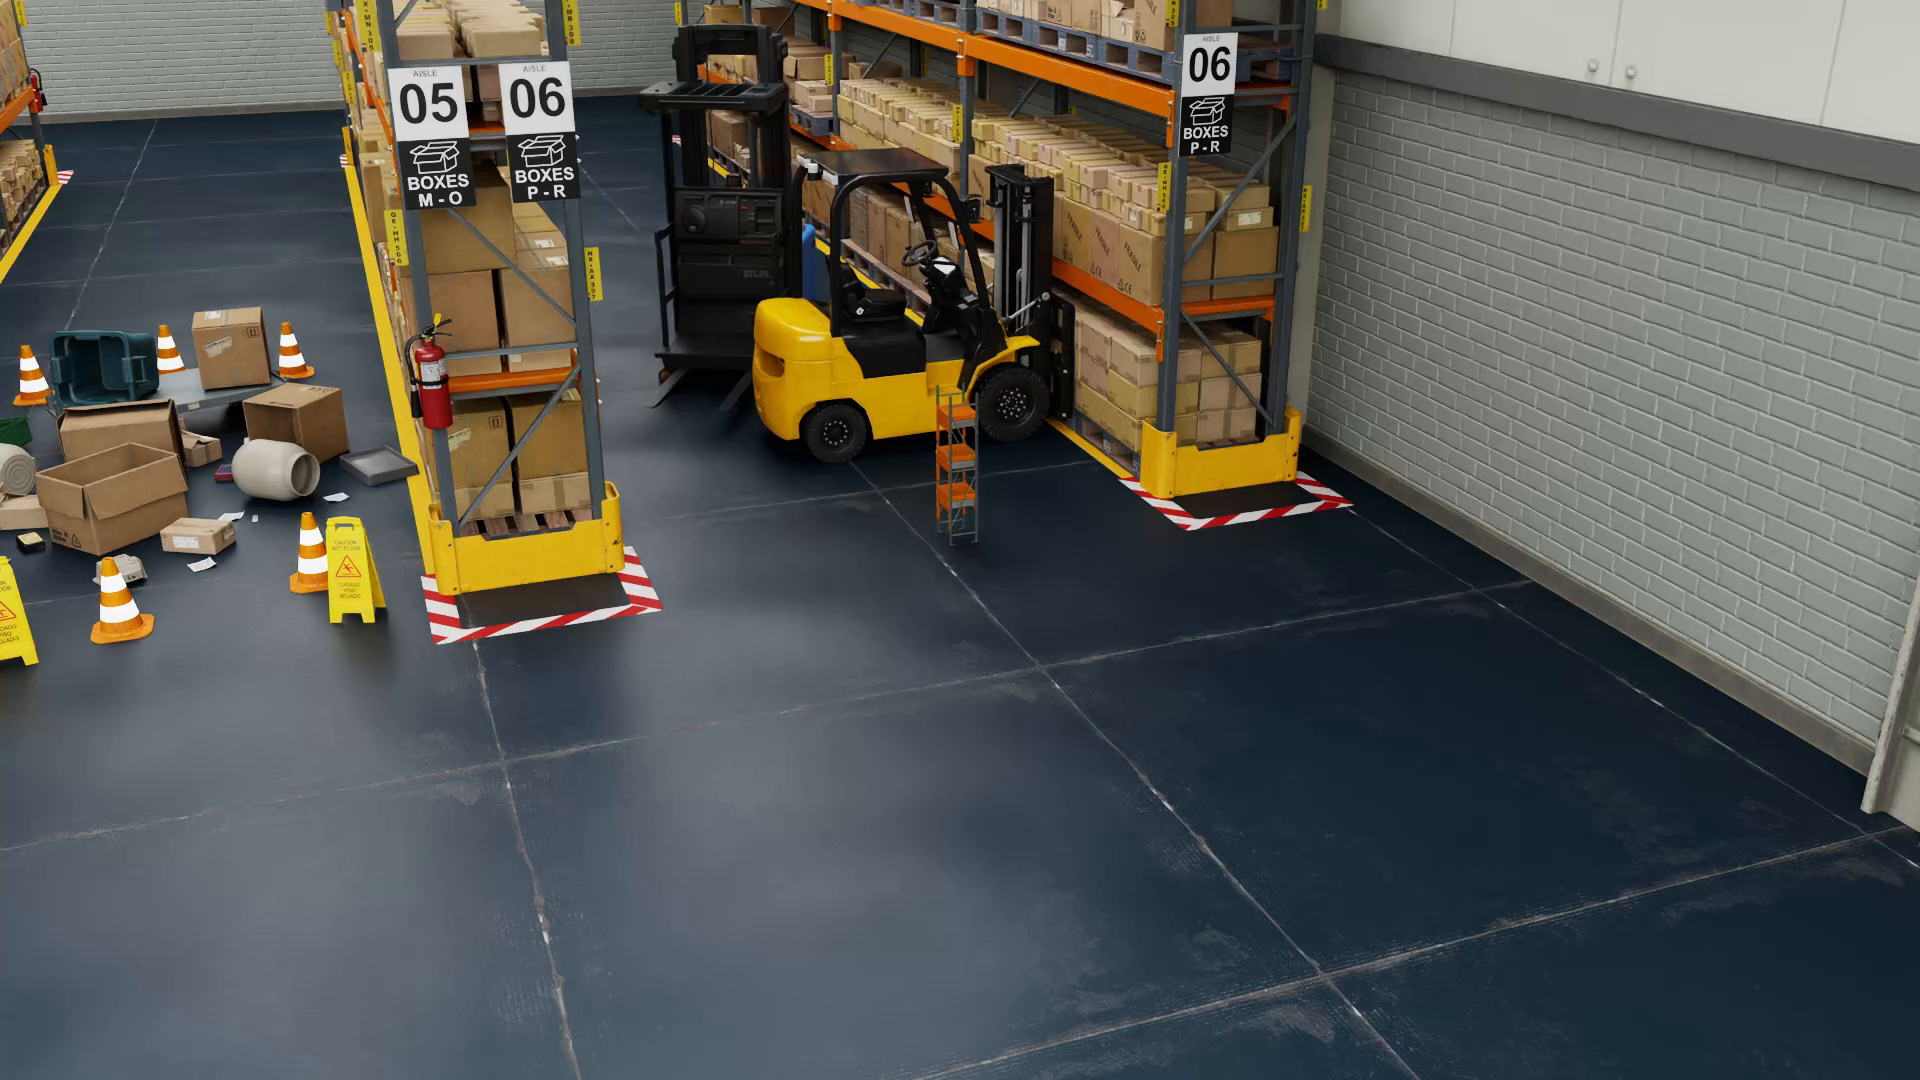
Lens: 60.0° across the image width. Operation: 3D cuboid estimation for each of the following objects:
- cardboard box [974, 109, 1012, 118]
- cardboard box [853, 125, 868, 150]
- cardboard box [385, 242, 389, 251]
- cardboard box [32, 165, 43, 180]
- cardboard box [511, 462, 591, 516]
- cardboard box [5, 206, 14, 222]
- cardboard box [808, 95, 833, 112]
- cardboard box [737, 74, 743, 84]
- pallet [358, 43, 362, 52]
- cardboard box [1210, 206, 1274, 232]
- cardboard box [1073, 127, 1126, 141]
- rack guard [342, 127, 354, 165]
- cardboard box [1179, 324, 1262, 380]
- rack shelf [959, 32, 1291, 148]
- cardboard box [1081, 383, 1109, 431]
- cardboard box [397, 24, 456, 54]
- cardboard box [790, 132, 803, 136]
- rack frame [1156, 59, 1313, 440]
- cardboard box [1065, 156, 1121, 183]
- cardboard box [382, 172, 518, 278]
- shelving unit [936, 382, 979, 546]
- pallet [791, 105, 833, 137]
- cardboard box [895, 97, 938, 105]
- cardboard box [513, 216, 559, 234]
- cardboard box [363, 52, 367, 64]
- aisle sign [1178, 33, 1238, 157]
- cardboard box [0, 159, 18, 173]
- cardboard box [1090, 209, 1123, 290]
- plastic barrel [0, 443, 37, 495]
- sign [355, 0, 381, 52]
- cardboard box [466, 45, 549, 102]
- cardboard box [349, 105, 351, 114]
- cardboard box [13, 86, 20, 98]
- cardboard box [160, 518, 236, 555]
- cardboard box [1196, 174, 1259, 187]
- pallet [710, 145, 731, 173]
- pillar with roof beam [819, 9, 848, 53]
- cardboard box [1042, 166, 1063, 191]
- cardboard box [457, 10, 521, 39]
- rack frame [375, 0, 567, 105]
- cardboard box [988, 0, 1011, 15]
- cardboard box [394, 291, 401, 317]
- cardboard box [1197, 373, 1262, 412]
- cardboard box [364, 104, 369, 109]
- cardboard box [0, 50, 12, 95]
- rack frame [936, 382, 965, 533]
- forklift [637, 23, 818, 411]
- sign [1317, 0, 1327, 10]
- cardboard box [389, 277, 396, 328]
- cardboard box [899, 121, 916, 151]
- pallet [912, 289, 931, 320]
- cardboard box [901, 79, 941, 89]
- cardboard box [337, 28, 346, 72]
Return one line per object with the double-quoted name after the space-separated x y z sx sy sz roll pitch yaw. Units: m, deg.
0.320 -4.065 16.067 0.380 0.149 0.250 -9 24 -20 "cardboard box"
-0.825 -4.283 17.743 0.500 0.250 0.500 -9 24 -20 "cardboard box"
-4.261 -2.580 12.996 0.500 0.500 0.500 -8 24 -19 "cardboard box"
-12.423 -4.876 22.088 0.380 0.149 0.250 -8 24 -17 "cardboard box"
-2.769 -0.399 11.333 0.500 0.250 0.500 -9 24 -19 "cardboard box"
-11.405 -3.842 19.632 0.380 0.149 0.250 -9 25 -21 "cardboard box"
-1.517 -4.994 19.020 0.380 0.149 0.250 -8 24 -18 "cardboard box"
-2.801 -6.241 22.518 0.380 0.149 0.250 -8 24 -18 "cardboard box"
-4.274 -4.129 13.564 1.213 0.211 1.003 -8 24 -19 "pallet"
2.023 -2.327 11.946 0.380 0.149 0.250 -9 24 -20 "cardboard box"
1.185 -3.411 14.134 0.380 0.149 0.250 -9 24 -20 "cardboard box"
-8.403 -5.812 24.395 1.175 0.500 0.348 -8 24 -19 "rack guard"
1.907 -1.411 12.449 0.500 0.250 0.500 -9 24 -20 "cardboard box"
1.193 -3.601 12.996 1.077 0.370 4.000 -8 24 -19 "rack shelf"
1.271 -1.059 12.901 0.500 0.250 0.500 -8 24 -19 "cardboard box"
-3.193 -2.956 9.837 0.380 0.149 0.250 -8 24 -18 "cardboard box"
-2.190 -5.176 21.510 0.380 0.149 0.250 -10 25 -22 "cardboard box"
1.900 -1.823 11.714 1.000 3.000 0.127 -8 24 -19 "rack frame"
1.031 -2.857 12.819 0.380 0.149 0.250 -8 24 -18 "cardboard box"
-3.127 -1.941 10.193 0.700 0.500 0.500 -9 24 -20 "cardboard box"
-0.019 -0.503 11.092 0.215 1.050 0.252 -8 24 -19 "shelving unit"
-1.232 -4.879 19.210 1.213 0.211 1.003 -8 24 -19 "pallet"
-0.441 -4.370 16.793 0.380 0.149 0.250 -8 24 -19 "cardboard box"
-3.018 -1.907 11.401 0.500 0.500 0.500 -9 24 -20 "cardboard box"
-3.901 -3.477 11.586 0.500 0.250 0.500 -8 24 -19 "cardboard box"
1.648 -2.957 11.057 0.394 0.787 0.004 -8 24 -19 "aisle sign"
-12.033 -4.664 20.818 0.380 0.149 0.250 -8 24 -19 "cardboard box"
1.306 -2.202 12.484 0.500 0.500 0.500 -8 24 -17 "cardboard box"
-6.915 -0.490 11.867 0.512 0.421 0.421 8 24 18 "plastic barrel"
-3.269 -2.862 9.177 0.100 0.325 0.005 -8 24 -19 "sign"
-2.671 -2.811 10.004 0.500 0.250 0.500 -9 24 -20 "cardboard box"
-7.073 -5.236 20.004 0.500 0.250 0.500 -9 24 -20 "cardboard box"
-12.343 -5.769 21.399 0.380 0.149 0.250 -8 24 -18 "cardboard box"
-5.095 -0.026 11.121 0.380 0.149 0.250 4 23 9 "cardboard box"
1.946 -2.562 12.120 0.380 0.149 0.250 -7 24 -17 "cardboard box"
-3.016 -5.592 24.247 1.003 0.211 1.213 -8 24 -19 "pallet"
-5.770 -8.734 20.386 9.100 9.000 0.400 -8 24 -19 "pillar with roof beam"
0.881 -2.905 13.317 0.380 0.149 0.250 -9 24 -20 "cardboard box"
-3.008 -3.299 10.650 0.380 0.149 0.250 -8 24 -19 "cardboard box"
-2.743 -3.906 8.930 1.000 3.000 0.127 -8 24 -19 "rack frame"
0.553 -4.522 13.700 0.500 0.311 0.500 -8 24 -18 "cardboard box"
-4.212 -1.860 13.001 0.380 0.149 0.250 -8 24 -18 "cardboard box"
1.928 -1.180 12.543 0.500 0.250 0.500 -8 24 -18 "cardboard box"
-5.072 -3.666 15.034 0.500 0.500 0.500 -9 25 -21 "cardboard box"
-12.059 -5.741 20.496 0.500 0.500 0.500 -7 24 -16 "cardboard box"
-0.062 -0.548 11.197 0.200 1.050 0.008 -8 24 -19 "rack frame"
-2.002 -2.762 14.029 1.130 2.935 3.031 2 23 6 "forklift"
2.421 -3.719 11.122 0.100 0.325 0.005 -8 24 -19 "sign"
-4.848 -2.280 15.641 0.950 0.372 0.625 -8 24 -17 "cardboard box"
-0.290 -3.954 16.318 0.500 0.250 0.500 -8 24 -18 "cardboard box"
0.190 -2.254 16.327 1.003 0.211 1.213 -8 24 -19 "pallet"
-0.425 -4.905 18.062 0.380 0.149 0.250 -8 24 -18 "cardboard box"
-7.095 -5.809 19.754 0.500 0.500 0.500 -8 24 -18 "cardboard box"
